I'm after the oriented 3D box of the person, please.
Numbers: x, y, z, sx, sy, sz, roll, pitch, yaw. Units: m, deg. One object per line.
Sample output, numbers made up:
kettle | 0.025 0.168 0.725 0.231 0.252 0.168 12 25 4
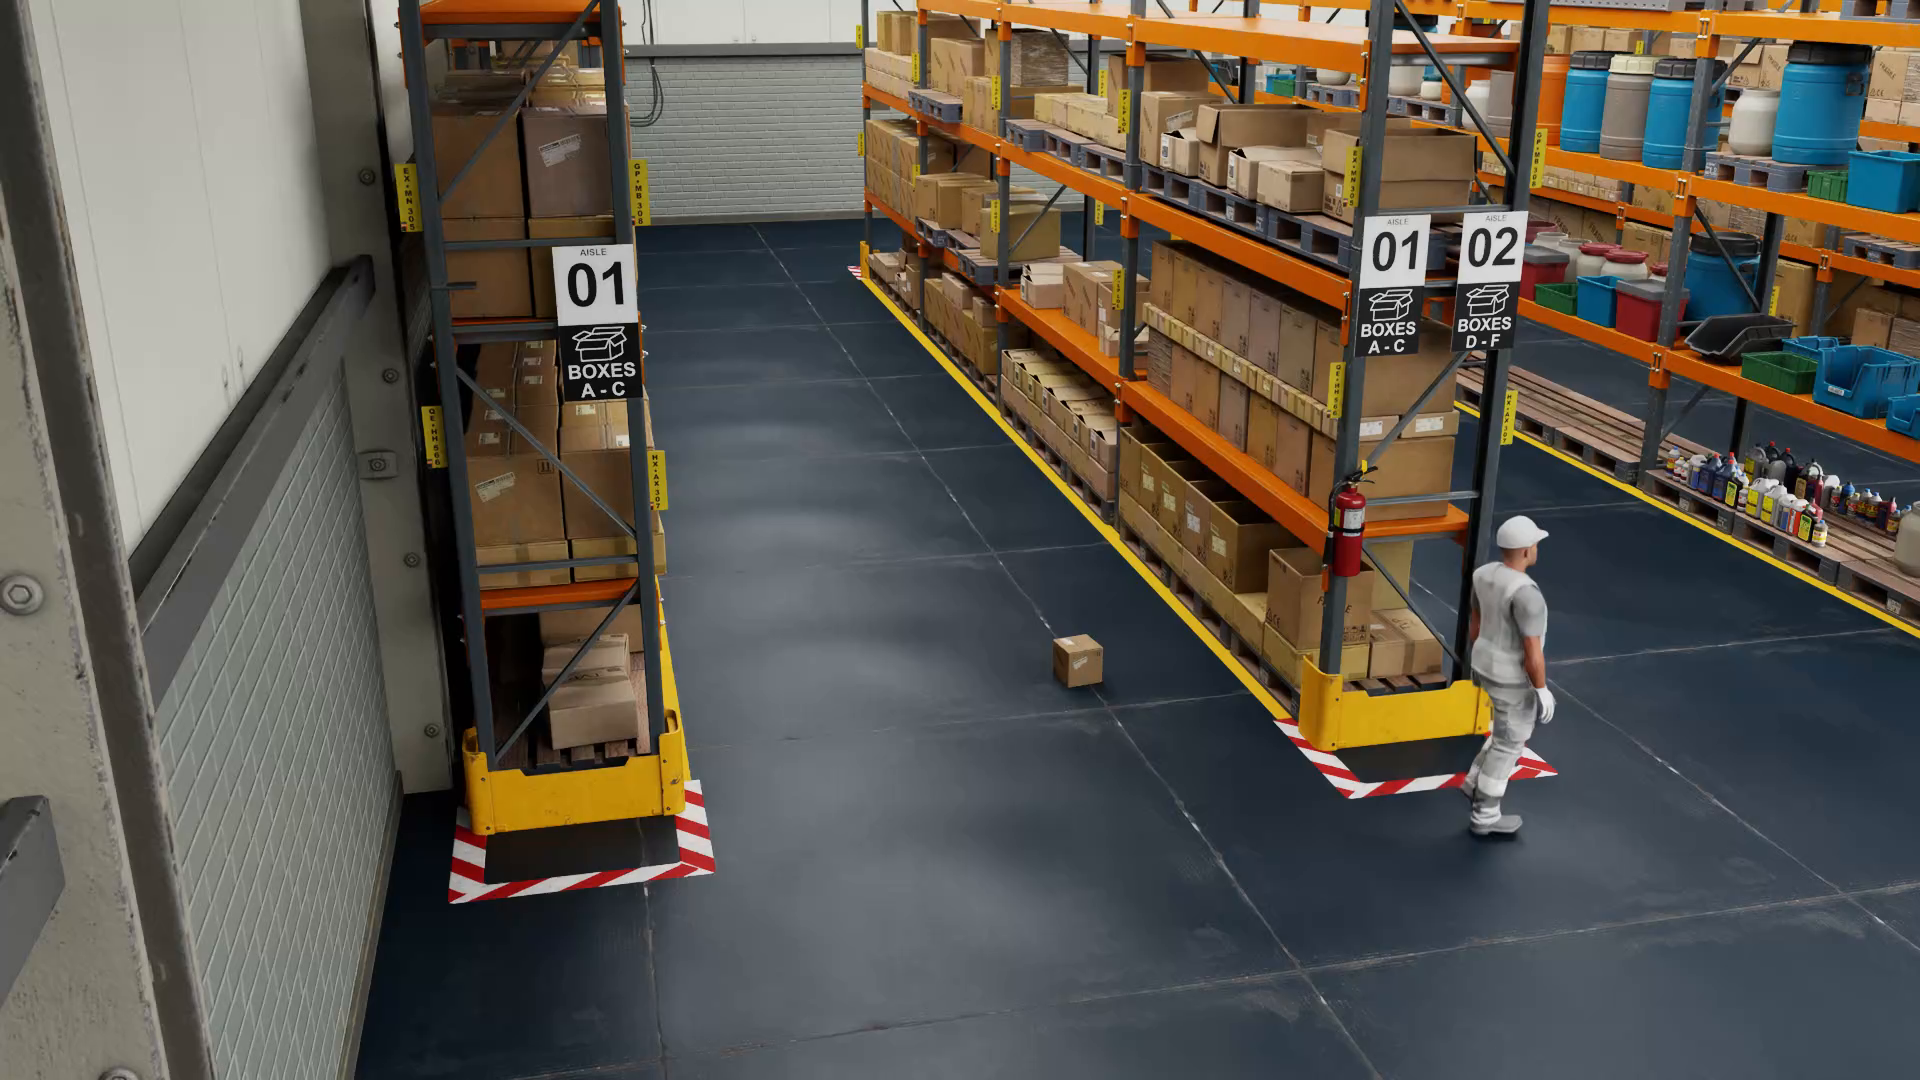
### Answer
person | 2.972 0.728 8.892 0.461 1.778 0.618 -4 20 -12
